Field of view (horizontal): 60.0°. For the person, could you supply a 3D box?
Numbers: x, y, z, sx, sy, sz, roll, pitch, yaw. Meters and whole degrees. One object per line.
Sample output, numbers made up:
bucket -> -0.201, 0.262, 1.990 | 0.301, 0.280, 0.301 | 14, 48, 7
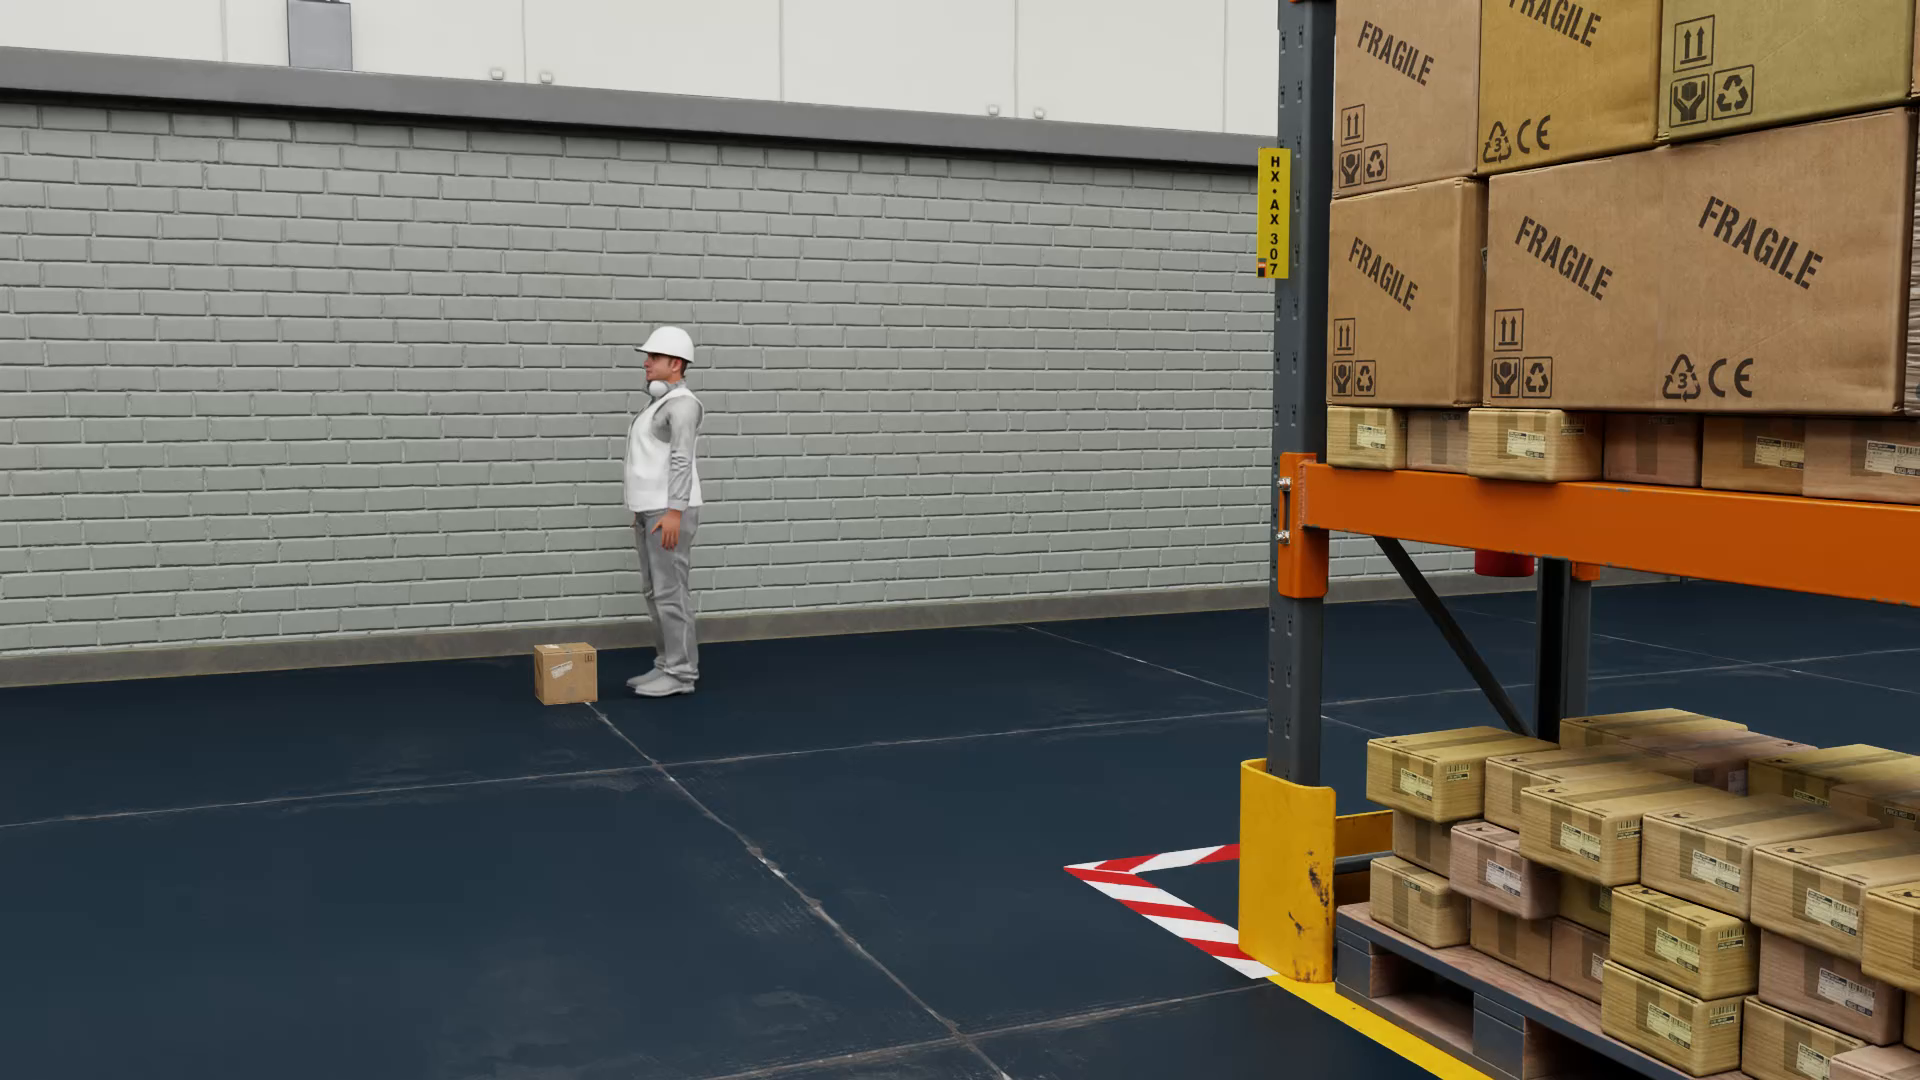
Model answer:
person -> -1.440, -0.135, 8.066 | 0.357, 1.787, 0.533 | -2, 6, -23
